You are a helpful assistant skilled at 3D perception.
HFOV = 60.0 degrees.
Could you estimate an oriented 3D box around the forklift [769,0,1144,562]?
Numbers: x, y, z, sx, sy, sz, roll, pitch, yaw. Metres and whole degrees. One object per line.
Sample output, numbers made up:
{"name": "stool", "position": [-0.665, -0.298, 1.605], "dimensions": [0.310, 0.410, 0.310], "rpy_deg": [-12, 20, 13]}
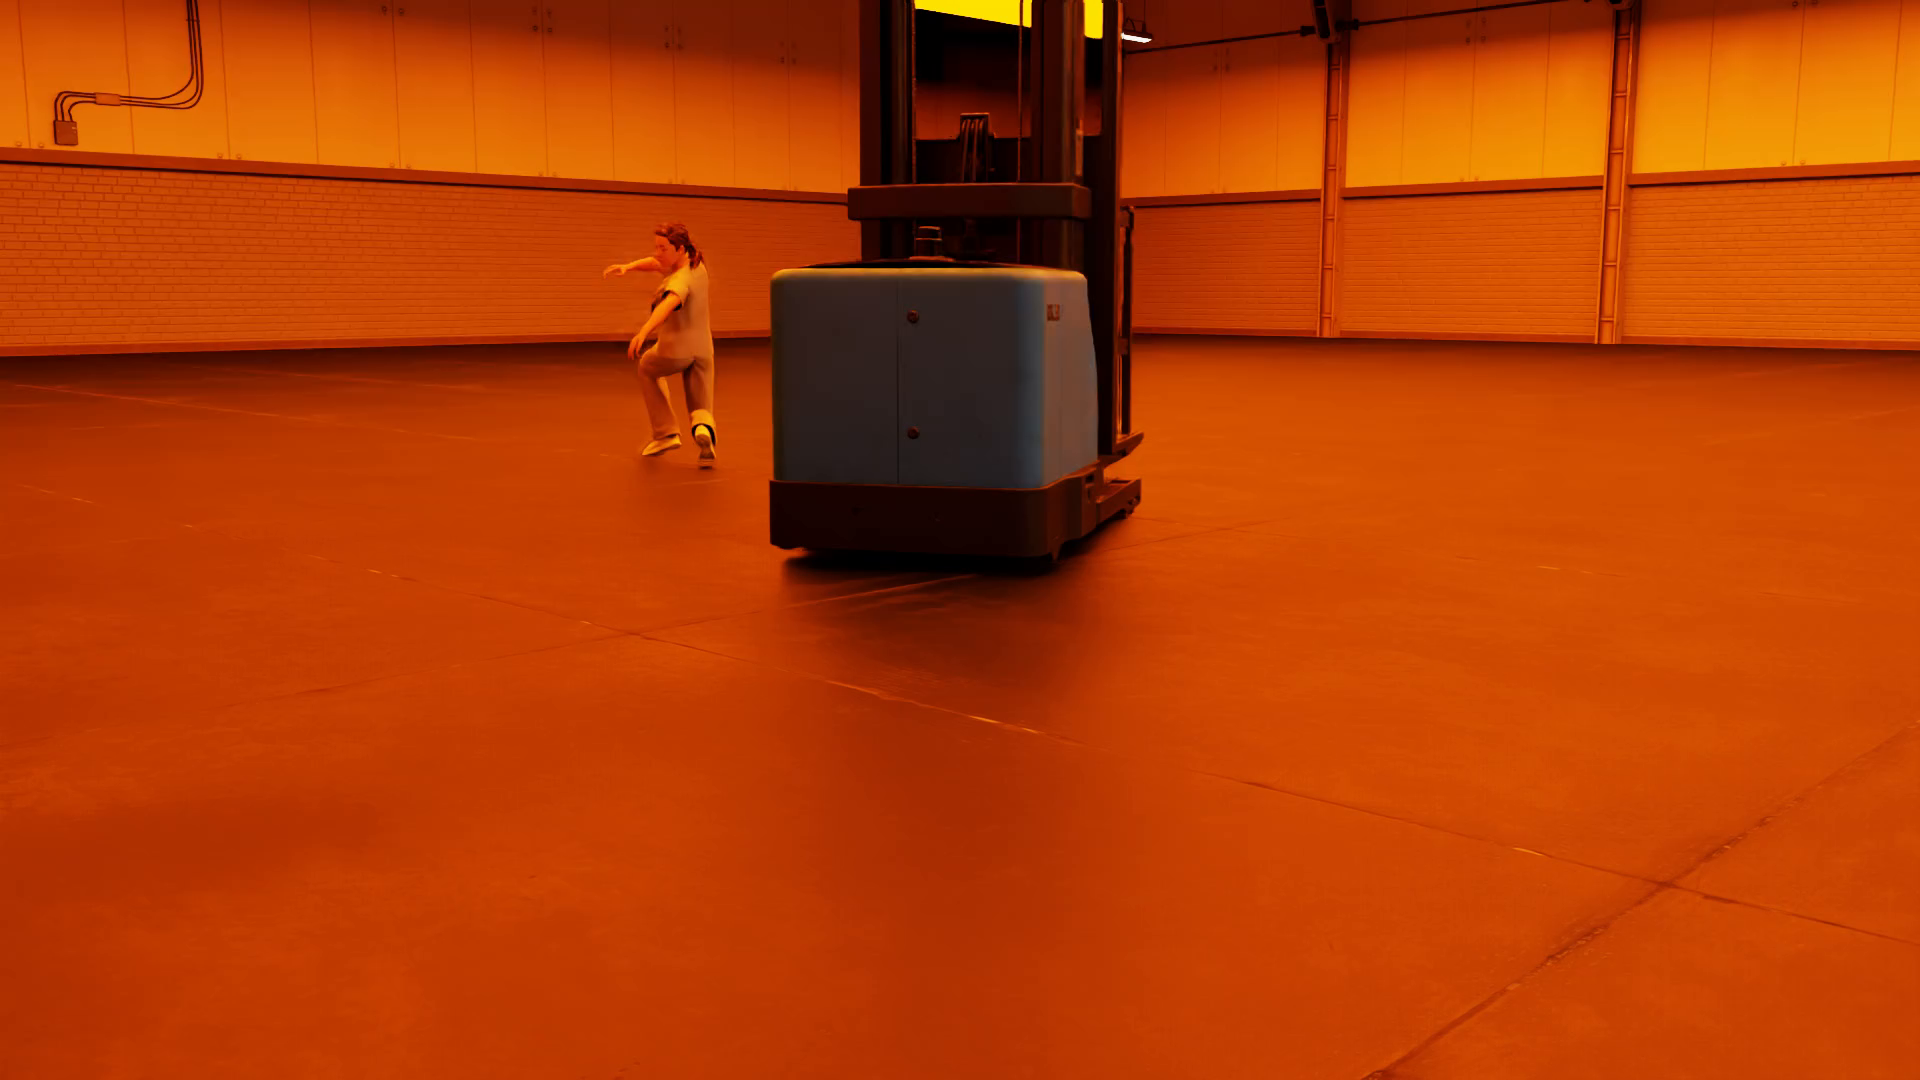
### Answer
{"name": "forklift", "position": [0.196, -1.551, 7.174], "dimensions": [1.130, 2.935, 3.031], "rpy_deg": [2, 9, 16]}

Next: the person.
{"name": "person", "position": [-1.739, -1.126, 9.567], "dimensions": [0.749, 1.404, 0.966], "rpy_deg": [-7, 11, -41]}
